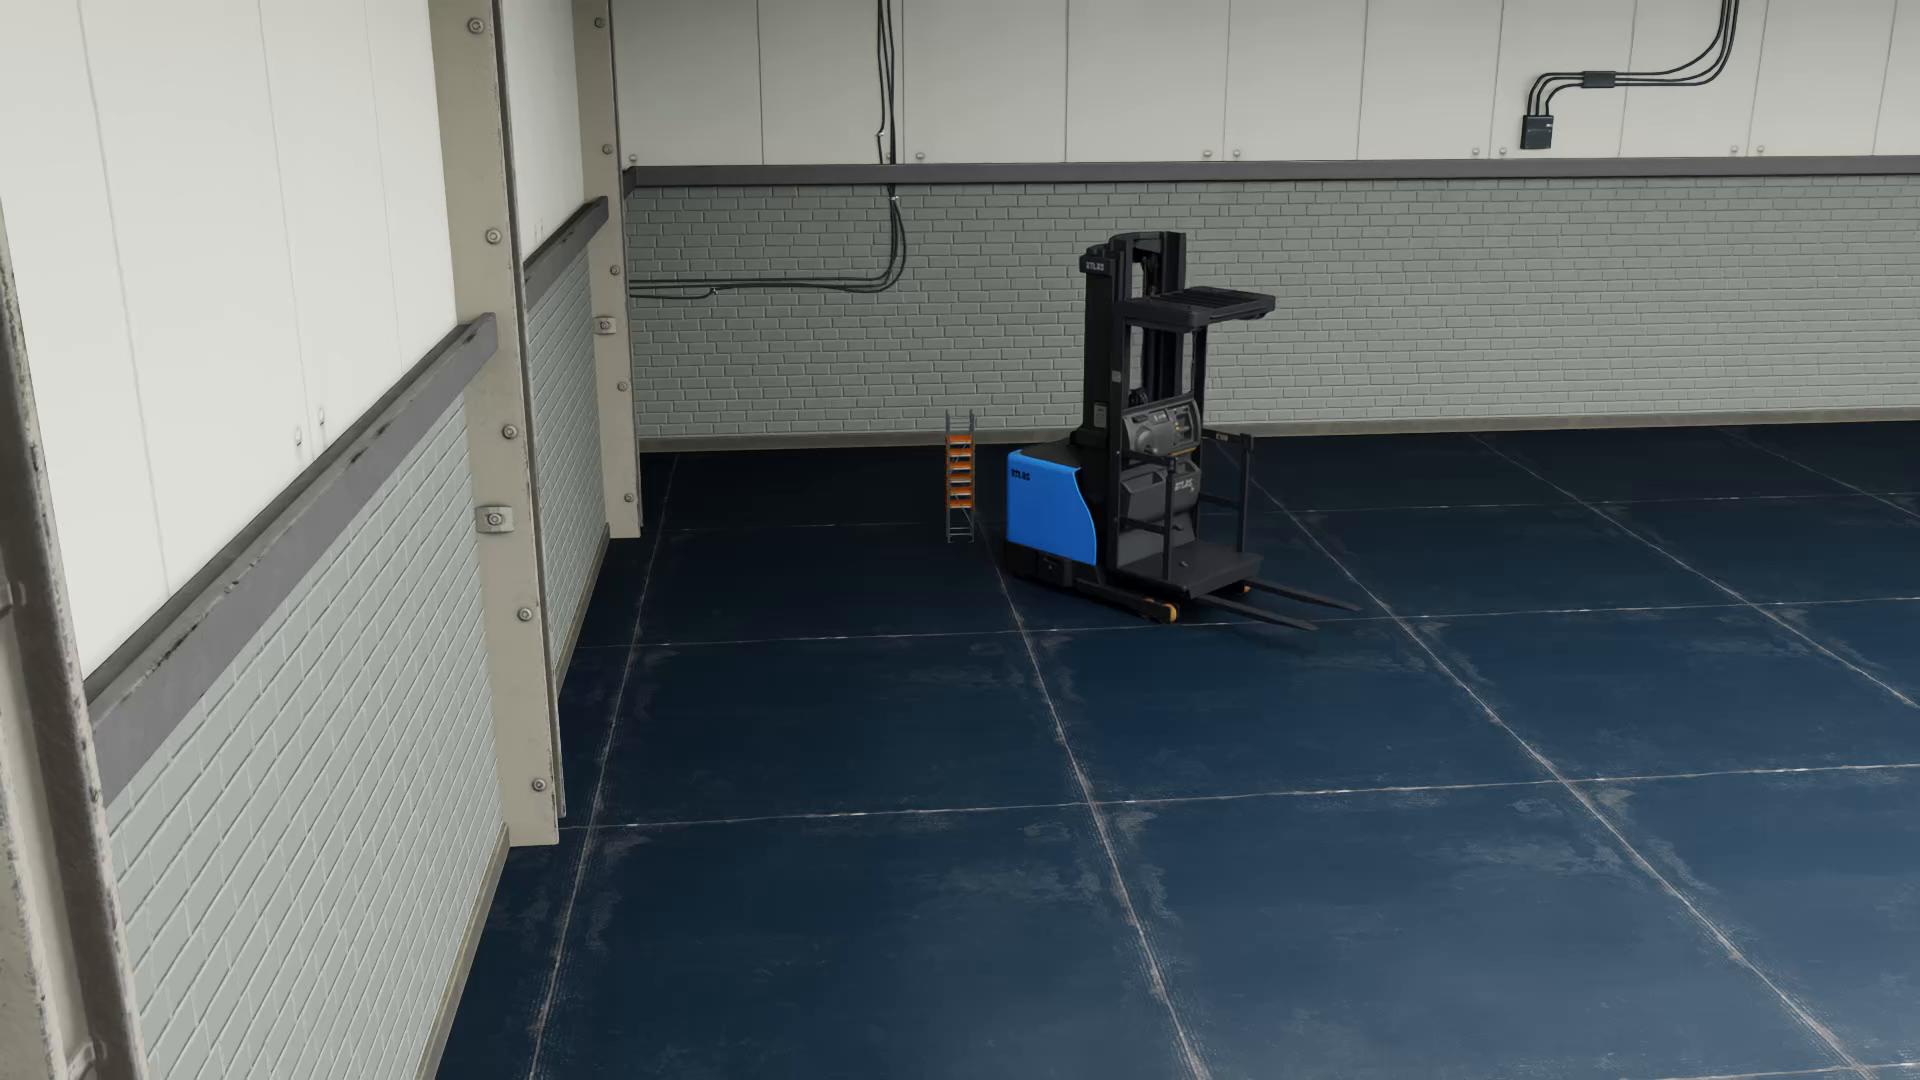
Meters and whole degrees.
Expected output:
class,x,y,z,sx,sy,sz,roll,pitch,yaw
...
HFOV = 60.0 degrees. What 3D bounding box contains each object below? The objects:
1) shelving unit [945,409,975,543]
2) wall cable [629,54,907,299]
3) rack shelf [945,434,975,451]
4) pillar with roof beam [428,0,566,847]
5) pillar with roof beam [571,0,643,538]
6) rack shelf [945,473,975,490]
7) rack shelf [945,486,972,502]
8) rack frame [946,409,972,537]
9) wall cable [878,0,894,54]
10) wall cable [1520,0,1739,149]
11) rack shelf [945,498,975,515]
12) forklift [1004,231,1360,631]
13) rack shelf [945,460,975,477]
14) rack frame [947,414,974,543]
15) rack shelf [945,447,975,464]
class,x,y,z,sx,sy,sz,roll,pitch,yaw
shelving unit,-0.001,-0.577,15.084,0.258,1.200,0.189,-2,18,-6
wall cable,-2.112,-3.810,17.546,3.097,2.526,0.112,-2,18,-6
rack shelf,-0.001,-0.878,14.989,0.258,0.103,0.180,-2,18,-6
pillar with roof beam,1.777,-2.718,8.885,9.100,9.000,0.400,-2,18,-6
pillar with roof beam,1.158,-4.506,14.579,9.100,9.000,0.400,-2,18,-6
rack shelf,-0.001,-0.534,15.097,0.258,0.103,0.180,-2,18,-6
rack shelf,-0.001,-0.420,15.133,0.258,0.103,0.180,-2,18,-6
rack frame,-0.011,-0.604,15.171,0.240,1.200,0.006,-2,18,-6
wall cable,0.579,-6.303,17.056,3.097,2.526,0.112,-2,18,-6
wall cable,7.332,-7.203,17.491,2.305,6.003,0.169,-2,18,-6
rack shelf,-0.001,-0.305,15.169,0.258,0.103,0.180,-2,18,-6
forklift,1.780,-0.906,13.243,3.031,2.935,1.130,16,24,42
rack shelf,-0.001,-0.649,15.061,0.258,0.103,0.180,-2,18,-6
rack frame,0.008,-0.550,14.997,0.240,1.200,0.006,-2,18,-6
rack shelf,-0.001,-0.763,15.025,0.258,0.103,0.180,-2,18,-6
